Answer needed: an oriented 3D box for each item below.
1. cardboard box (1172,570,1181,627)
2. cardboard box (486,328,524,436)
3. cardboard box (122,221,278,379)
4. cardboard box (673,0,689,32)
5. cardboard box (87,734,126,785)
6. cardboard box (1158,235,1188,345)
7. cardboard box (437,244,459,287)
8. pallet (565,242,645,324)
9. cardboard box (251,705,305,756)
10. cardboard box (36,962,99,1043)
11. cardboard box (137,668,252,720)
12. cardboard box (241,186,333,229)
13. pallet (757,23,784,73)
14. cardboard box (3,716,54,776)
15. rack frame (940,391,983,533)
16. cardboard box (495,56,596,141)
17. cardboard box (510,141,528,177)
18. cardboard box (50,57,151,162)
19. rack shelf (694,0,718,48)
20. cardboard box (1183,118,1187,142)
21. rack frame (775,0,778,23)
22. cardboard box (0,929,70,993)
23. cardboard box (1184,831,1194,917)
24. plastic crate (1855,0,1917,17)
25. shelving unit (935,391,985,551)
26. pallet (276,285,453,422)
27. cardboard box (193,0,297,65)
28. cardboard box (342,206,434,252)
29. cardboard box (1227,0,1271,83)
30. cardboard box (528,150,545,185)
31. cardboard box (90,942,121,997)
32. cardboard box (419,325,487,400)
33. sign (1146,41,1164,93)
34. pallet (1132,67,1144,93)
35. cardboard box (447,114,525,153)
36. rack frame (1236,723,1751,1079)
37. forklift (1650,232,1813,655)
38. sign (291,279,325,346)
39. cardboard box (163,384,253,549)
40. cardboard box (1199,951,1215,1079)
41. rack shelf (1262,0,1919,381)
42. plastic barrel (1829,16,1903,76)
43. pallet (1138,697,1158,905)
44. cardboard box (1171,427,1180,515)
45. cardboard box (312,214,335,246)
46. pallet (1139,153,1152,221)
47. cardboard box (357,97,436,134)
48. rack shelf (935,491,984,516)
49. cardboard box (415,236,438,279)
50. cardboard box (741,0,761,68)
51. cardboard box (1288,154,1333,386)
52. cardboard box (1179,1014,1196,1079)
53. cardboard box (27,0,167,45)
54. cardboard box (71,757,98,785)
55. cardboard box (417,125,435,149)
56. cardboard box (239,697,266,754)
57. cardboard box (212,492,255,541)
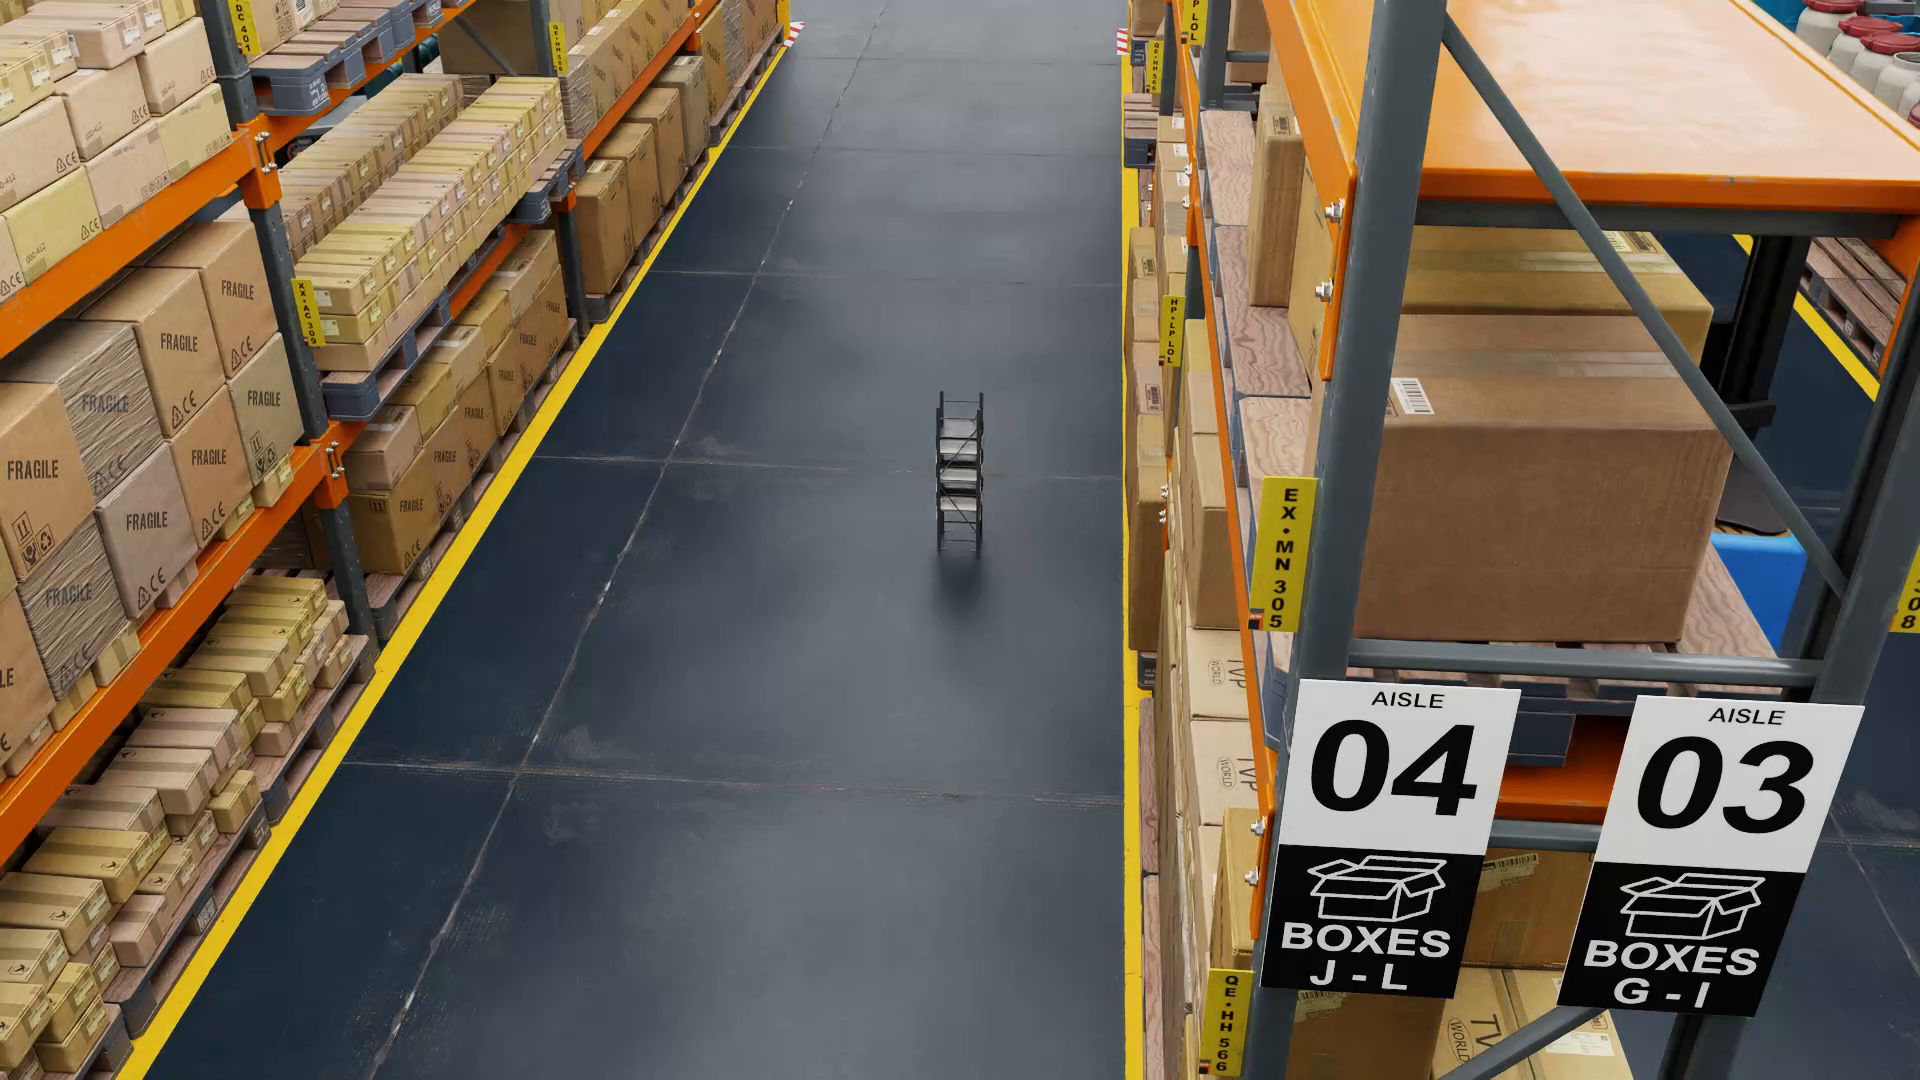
[{"bbox_3d":[1.030,0.249,6.507,0.380,0.149,0.250,2,32,3],"label":"cardboard box"},{"bbox_3d":[-3.028,-0.979,10.241,0.500,0.500,0.500,1,32,2],"label":"cardboard box"},{"bbox_3d":[-3.257,-1.014,6.984,0.500,0.500,0.500,1,32,2],"label":"cardboard box"},{"bbox_3d":[-2.613,-4.618,14.069,0.500,0.500,0.500,2,32,4],"label":"cardboard box"},{"bbox_3d":[-3.822,0.957,7.152,0.380,0.149,0.250,4,32,6],"label":"cardboard box"},{"bbox_3d":[1.296,-1.242,8.592,0.500,0.500,0.500,2,32,3],"label":"cardboard box"},{"bbox_3d":[-2.915,-1.474,8.903,0.380,0.149,0.250,1,32,2],"label":"cardboard box"},{"bbox_3d":[-3.023,-1.990,12.558,1.003,0.211,1.213,2,32,4],"label":"pallet"},{"bbox_3d":[-3.242,0.852,7.606,0.380,0.149,0.250,1,32,2],"label":"cardboard box"},{"bbox_3d":[-3.376,1.659,6.013,0.380,0.149,0.250,3,32,6],"label":"cardboard box"},{"bbox_3d":[-3.351,0.701,7.284,0.380,0.149,0.250,3,32,6],"label":"cardboard box"},{"bbox_3d":[-3.561,-1.761,8.800,0.380,0.149,0.250,1,32,2],"label":"cardboard box"},{"bbox_3d":[-2.498,-5.342,17.998,1.003,0.211,1.213,2,32,4],"label":"pallet"},{"bbox_3d":[-3.427,0.684,5.801,0.380,0.149,0.250,2,32,3],"label":"cardboard box"},{"bbox_3d":[0.008,-0.432,9.374,0.240,0.900,0.006,2,32,4],"label":"rack frame"},{"bbox_3d":[-2.857,-3.034,11.498,0.500,0.500,0.500,3,32,5],"label":"cardboard box"},{"bbox_3d":[-2.808,-2.280,9.927,0.380,0.149,0.250,3,32,4],"label":"cardboard box"},{"bbox_3d":[-3.326,-1.578,6.040,0.500,0.250,0.500,1,32,2],"label":"cardboard box"},{"bbox_3d":[-2.674,-5.599,16.442,1.077,0.370,4.000,2,32,4],"label":"rack shelf"},{"bbox_3d":[1.641,-2.250,9.271,0.797,0.503,0.637,3,32,5],"label":"cardboard box"},{"bbox_3d":[-2.511,-6.951,17.950,1.000,3.000,0.127,2,32,4],"label":"rack frame"},{"bbox_3d":[-3.444,1.529,5.940,0.380,0.149,0.250,1,32,2],"label":"cardboard box"},{"bbox_3d":[0.904,1.053,5.202,0.380,0.149,0.250,2,32,3],"label":"cardboard box"},{"bbox_3d":[7.301,-4.144,13.335,0.402,0.464,0.583,2,32,4],"label":"plastic crate"},{"bbox_3d":[-0.001,-0.379,9.287,0.258,0.900,0.210,2,32,4],"label":"shelving unit"},{"bbox_3d":[-3.281,-0.988,8.457,1.003,0.211,1.213,2,32,4],"label":"pallet"},{"bbox_3d":[-3.348,-2.368,7.159,0.700,0.500,0.500,3,32,4],"label":"cardboard box"},{"bbox_3d":[-2.935,-1.598,8.536,0.380,0.149,0.250,2,32,3],"label":"cardboard box"},{"bbox_3d":[1.485,-2.214,6.908,0.700,0.500,0.500,3,32,5],"label":"cardboard box"},{"bbox_3d":[-2.787,-2.298,10.239,0.380,0.149,0.250,3,32,5],"label":"cardboard box"},{"bbox_3d":[-3.443,1.653,6.306,0.380,0.149,0.250,3,32,4],"label":"cardboard box"},{"bbox_3d":[-3.078,-1.030,9.610,0.500,0.250,0.500,4,32,6],"label":"cardboard box"},{"bbox_3d":[1.231,-2.981,10.479,0.100,0.325,0.005,2,32,4],"label":"sign"},{"bbox_3d":[2.215,-4.400,16.469,1.003,0.211,1.213,2,32,4],"label":"pallet"},{"bbox_3d":[-2.807,-2.409,9.852,0.380,0.149,0.250,3,32,5],"label":"cardboard box"},{"bbox_3d":[1.122,1.680,3.945,1.000,3.000,0.127,2,32,4],"label":"rack frame"},{"bbox_3d":[3.535,-1.119,8.553,1.130,2.935,3.031,4,32,6],"label":"forklift"},{"bbox_3d":[-2.947,-1.026,7.510,0.100,0.325,0.005,2,32,4],"label":"sign"},{"bbox_3d":[-3.289,-0.309,6.794,0.500,0.500,0.500,2,32,3],"label":"cardboard box"},{"bbox_3d":[0.897,1.353,4.336,0.500,0.250,0.500,2,32,3],"label":"cardboard box"},{"bbox_3d":[1.284,-1.443,4.362,1.077,0.370,4.000,2,32,4],"label":"rack shelf"},{"bbox_3d":[6.679,-3.566,12.329,0.433,0.535,0.433,0,32,0],"label":"plastic barrel"},{"bbox_3d":[1.307,1.170,7.431,1.003,0.211,1.213,2,32,4],"label":"pallet"},{"bbox_3d":[1.148,-0.240,6.920,0.500,0.250,0.500,2,32,3],"label":"cardboard box"},{"bbox_3d":[-3.569,-1.638,8.884,0.380,0.149,0.250,1,32,1],"label":"cardboard box"},{"bbox_3d":[2.037,-3.000,14.198,1.003,0.211,1.213,2,32,4],"label":"pallet"},{"bbox_3d":[-3.437,-2.591,10.147,0.380,0.149,0.250,2,32,4],"label":"cardboard box"},{"bbox_3d":[-0.001,-0.197,9.399,0.258,0.077,0.200,2,32,4],"label":"rack shelf"},{"bbox_3d":[-2.937,-1.468,8.608,0.380,0.149,0.250,1,32,2],"label":"cardboard box"},{"bbox_3d":[-2.570,-5.408,17.071,0.875,0.875,0.875,2,32,3],"label":"cardboard box"},{"bbox_3d":[1.270,-0.696,4.351,0.700,0.500,0.500,0,32,1],"label":"cardboard box"},{"bbox_3d":[1.094,2.068,4.941,0.875,0.875,0.875,2,32,4],"label":"cardboard box"},{"bbox_3d":[-3.253,-1.958,6.275,0.380,0.149,0.250,3,32,5],"label":"cardboard box"},{"bbox_3d":[-3.816,0.966,6.854,0.380,0.149,0.250,1,32,2],"label":"cardboard box"},{"bbox_3d":[-3.440,-2.440,10.187,0.380,0.149,0.250,2,32,2],"label":"cardboard box"},{"bbox_3d":[-3.329,0.820,7.374,0.380,0.149,0.250,3,32,4],"label":"cardboard box"},{"bbox_3d":[-3.272,-0.133,7.127,0.380,0.149,0.250,4,32,6],"label":"cardboard box"}]
